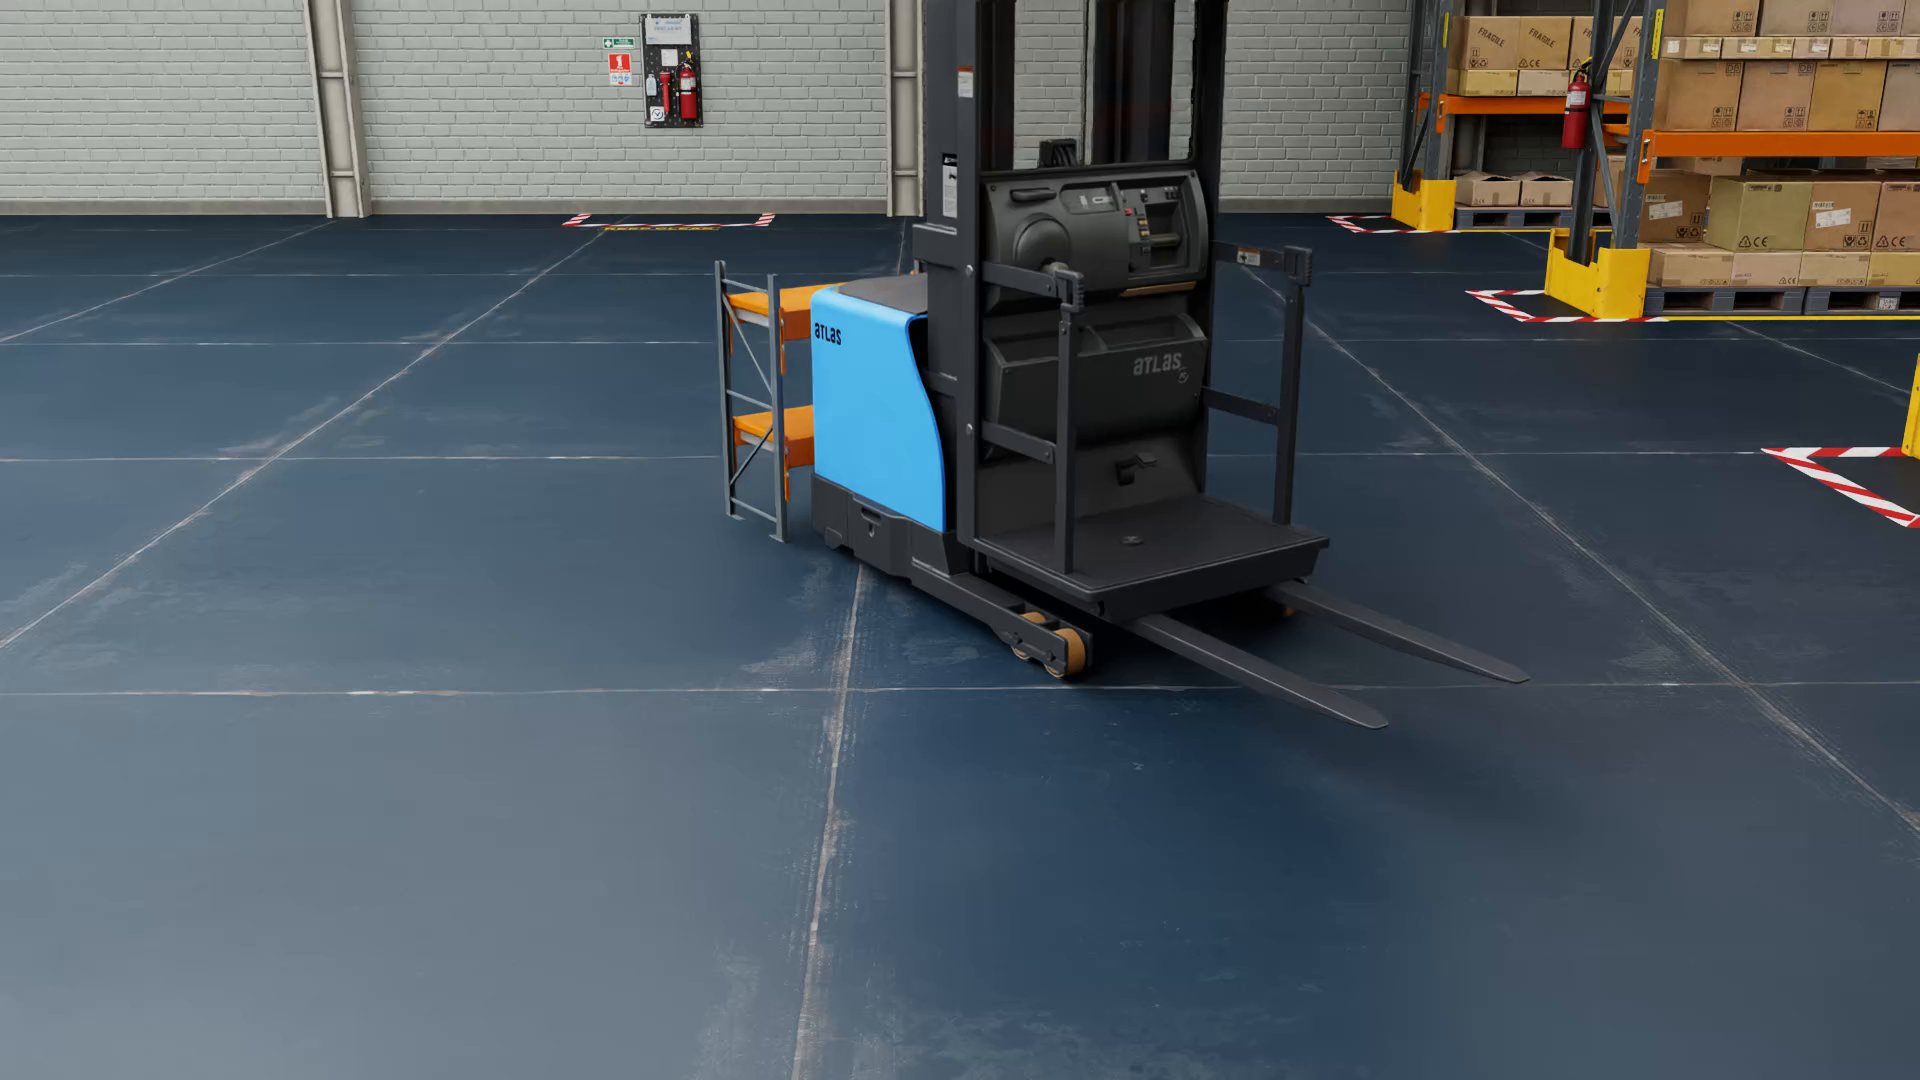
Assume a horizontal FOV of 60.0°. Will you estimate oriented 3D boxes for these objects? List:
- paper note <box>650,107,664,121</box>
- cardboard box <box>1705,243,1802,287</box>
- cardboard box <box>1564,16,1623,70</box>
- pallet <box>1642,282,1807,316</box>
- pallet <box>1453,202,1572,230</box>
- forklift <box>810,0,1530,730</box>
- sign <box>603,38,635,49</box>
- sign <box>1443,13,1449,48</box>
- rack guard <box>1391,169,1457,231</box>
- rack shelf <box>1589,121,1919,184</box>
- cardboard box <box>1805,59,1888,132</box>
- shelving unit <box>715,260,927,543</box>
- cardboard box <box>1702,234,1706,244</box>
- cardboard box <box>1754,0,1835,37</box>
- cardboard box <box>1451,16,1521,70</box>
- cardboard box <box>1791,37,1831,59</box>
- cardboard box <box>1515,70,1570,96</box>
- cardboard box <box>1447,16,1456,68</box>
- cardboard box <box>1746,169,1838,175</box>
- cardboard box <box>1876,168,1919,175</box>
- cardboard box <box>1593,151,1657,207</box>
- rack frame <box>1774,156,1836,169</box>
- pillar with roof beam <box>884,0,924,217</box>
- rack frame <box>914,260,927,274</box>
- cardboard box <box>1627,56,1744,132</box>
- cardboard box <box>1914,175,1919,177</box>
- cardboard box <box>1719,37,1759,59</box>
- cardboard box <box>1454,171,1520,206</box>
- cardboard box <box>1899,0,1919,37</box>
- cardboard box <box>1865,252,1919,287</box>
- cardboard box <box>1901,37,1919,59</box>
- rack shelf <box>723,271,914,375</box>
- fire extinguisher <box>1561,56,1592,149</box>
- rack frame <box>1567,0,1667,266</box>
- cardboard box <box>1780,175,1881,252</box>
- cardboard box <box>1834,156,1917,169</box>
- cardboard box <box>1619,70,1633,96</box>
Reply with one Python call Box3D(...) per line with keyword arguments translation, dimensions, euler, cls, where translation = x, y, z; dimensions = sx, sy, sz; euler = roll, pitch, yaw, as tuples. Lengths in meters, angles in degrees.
Box3D(translation=(-3.239, -4.561, 17.797), dimensions=(0.142, 0.148, 0.016), euler=(0, 18, -1), cls="paper note")
Box3D(translation=(5.845, -2.038, 12.303), dimensions=(0.500, 0.250, 0.500), euler=(0, 18, -1), cls="cardboard box")
Box3D(translation=(6.217, -4.927, 16.482), dimensions=(0.500, 0.500, 0.500), euler=(-1, 18, -3), cls="cardboard box")
Box3D(translation=(5.569, -1.898, 12.617), dimensions=(1.213, 0.211, 1.003), euler=(0, 18, -1), cls="pallet")
Box3D(translation=(5.612, -3.387, 17.262), dimensions=(1.213, 0.211, 1.003), euler=(0, 18, -1), cls="pallet")
Box3D(translation=(0.611, -1.096, 5.666), dimensions=(1.130, 2.935, 3.031), euler=(-11, 21, -32), cls="forklift")
Box3D(translation=(-3.611, -5.256, 17.594), dimensions=(0.331, 0.109, 0.001), euler=(0, 18, -1), cls="sign")
Box3D(translation=(4.732, -4.968, 16.207), dimensions=(0.005, 0.325, 0.100), euler=(0, 18, -1), cls="sign")
Box3D(translation=(4.799, -3.532, 17.239), dimensions=(0.348, 0.500, 1.175), euler=(0, 18, -1), cls="rack guard")
Box3D(translation=(6.805, -2.876, 12.280), dimensions=(4.000, 0.370, 1.077), euler=(0, 18, -1), cls="rack shelf")
Box3D(translation=(6.294, -3.259, 12.134), dimensions=(0.500, 0.500, 0.700), euler=(0, 18, 0), cls="cardboard box")
Box3D(translation=(-0.470, -0.679, 7.322), dimensions=(1.048, 1.125, 0.538), euler=(-12, 22, -34), cls="shelving unit")
Box3D(translation=(5.837, -2.198, 12.804), dimensions=(0.500, 0.250, 0.500), euler=(0, 18, -1), cls="cardboard box")
Box3D(translation=(5.851, -3.877, 11.935), dimensions=(0.500, 0.500, 0.700), euler=(-1, 18, -2), cls="cardboard box")
Box3D(translation=(5.205, -4.927, 16.482), dimensions=(0.500, 0.500, 0.500), euler=(0, 18, -1), cls="cardboard box")
Box3D(translation=(5.967, -3.505, 11.837), dimensions=(0.250, 0.149, 0.380), euler=(-1, 18, -2), cls="cardboard box")
Box3D(translation=(5.735, -4.572, 16.602), dimensions=(0.500, 0.250, 0.500), euler=(-1, 18, -3), cls="cardboard box")
Box3D(translation=(5.191, -5.084, 16.971), dimensions=(0.500, 0.500, 0.500), euler=(0, 18, -1), cls="cardboard box")
Box3D(translation=(6.336, -2.559, 12.701), dimensions=(0.500, 0.500, 0.500), euler=(0, 18, -1), cls="cardboard box")
Box3D(translation=(7.336, -2.564, 12.717), dimensions=(0.500, 0.500, 0.500), euler=(0, 18, -1), cls="cardboard box")
Box3D(translation=(6.721, -3.708, 17.067), dimensions=(0.500, 0.500, 0.700), euler=(-1, 18, -4), cls="cardboard box")
Box3D(translation=(8.723, -4.741, 16.916), dimensions=(0.127, 3.000, 1.000), euler=(0, 18, -1), cls="rack frame")
Box3D(translation=(-0.522, -6.502, 12.585), dimensions=(0.400, 9.000, 9.100), euler=(0, 18, -1), cls="pillar with roof beam")
Box3D(translation=(-0.056, -0.769, 7.603), dimensions=(0.032, 1.125, 0.500), euler=(-12, 22, -34), cls="rack frame")
Box3D(translation=(5.272, -3.255, 12.119), dimensions=(0.500, 0.500, 0.700), euler=(0, 18, -1), cls="cardboard box")
Box3D(translation=(7.345, -2.404, 12.218), dimensions=(0.500, 0.500, 0.500), euler=(0, 18, -1), cls="cardboard box")
Box3D(translation=(5.465, -3.503, 11.833), dimensions=(0.250, 0.149, 0.380), euler=(-1, 18, -2), cls="cardboard box")
Box3D(translation=(5.417, -3.627, 17.124), dimensions=(0.500, 0.311, 0.500), euler=(-2, 18, -7), cls="cardboard box")
Box3D(translation=(6.856, -3.882, 11.951), dimensions=(0.500, 0.500, 0.700), euler=(0, 18, -1), cls="cardboard box")
Box3D(translation=(6.845, -2.041, 12.313), dimensions=(0.500, 0.250, 0.500), euler=(0, 18, -1), cls="cardboard box")
Box3D(translation=(6.738, -3.509, 11.848), dimensions=(0.250, 0.149, 0.380), euler=(0, 18, 0), cls="cardboard box")
Box3D(translation=(-0.470, -0.957, 7.232), dimensions=(1.000, 0.278, 0.538), euler=(-12, 22, -34), cls="rack shelf")
Box3D(translation=(4.680, -3.313, 12.592), dimensions=(0.183, 0.674, 0.296), euler=(0, 18, -1), cls="fire extinguisher")
Box3D(translation=(4.805, -3.209, 12.140), dimensions=(0.127, 3.000, 1.000), euler=(0, 18, -1), cls="rack frame")
Box3D(translation=(6.345, -2.400, 12.206), dimensions=(0.500, 0.500, 0.500), euler=(0, 18, -1), cls="cardboard box")
Box3D(translation=(9.459, -3.769, 17.258), dimensions=(0.500, 0.500, 0.700), euler=(0, 18, 1), cls="cardboard box")
Box3D(translation=(6.750, -4.574, 16.610), dimensions=(0.500, 0.250, 0.500), euler=(0, 18, 0), cls="cardboard box")
